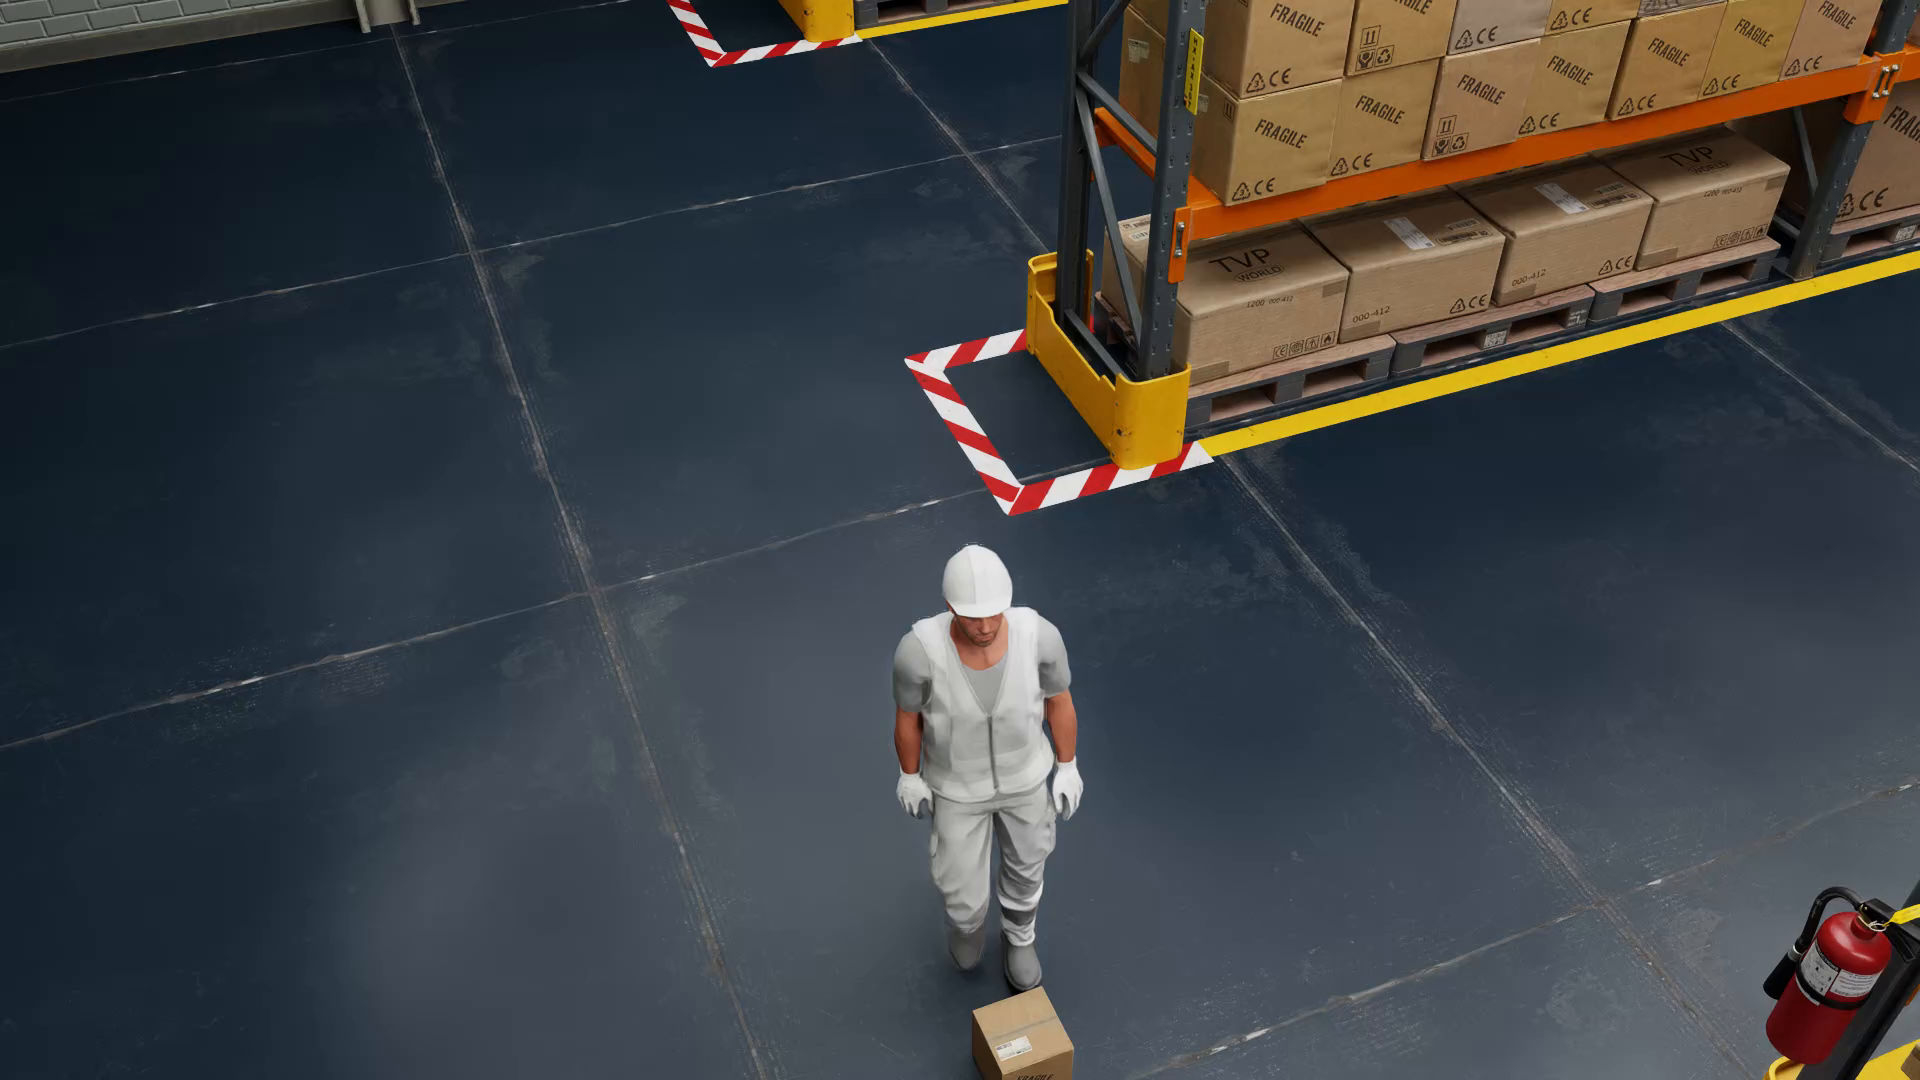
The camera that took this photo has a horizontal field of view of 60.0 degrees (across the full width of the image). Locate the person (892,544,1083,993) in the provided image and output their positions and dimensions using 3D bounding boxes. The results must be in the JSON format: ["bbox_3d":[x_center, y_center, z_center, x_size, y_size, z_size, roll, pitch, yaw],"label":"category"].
[{"bbox_3d":[0.104,0.782,5.228,0.584,1.787,0.504,-8,42,-9],"label":"person"}]
